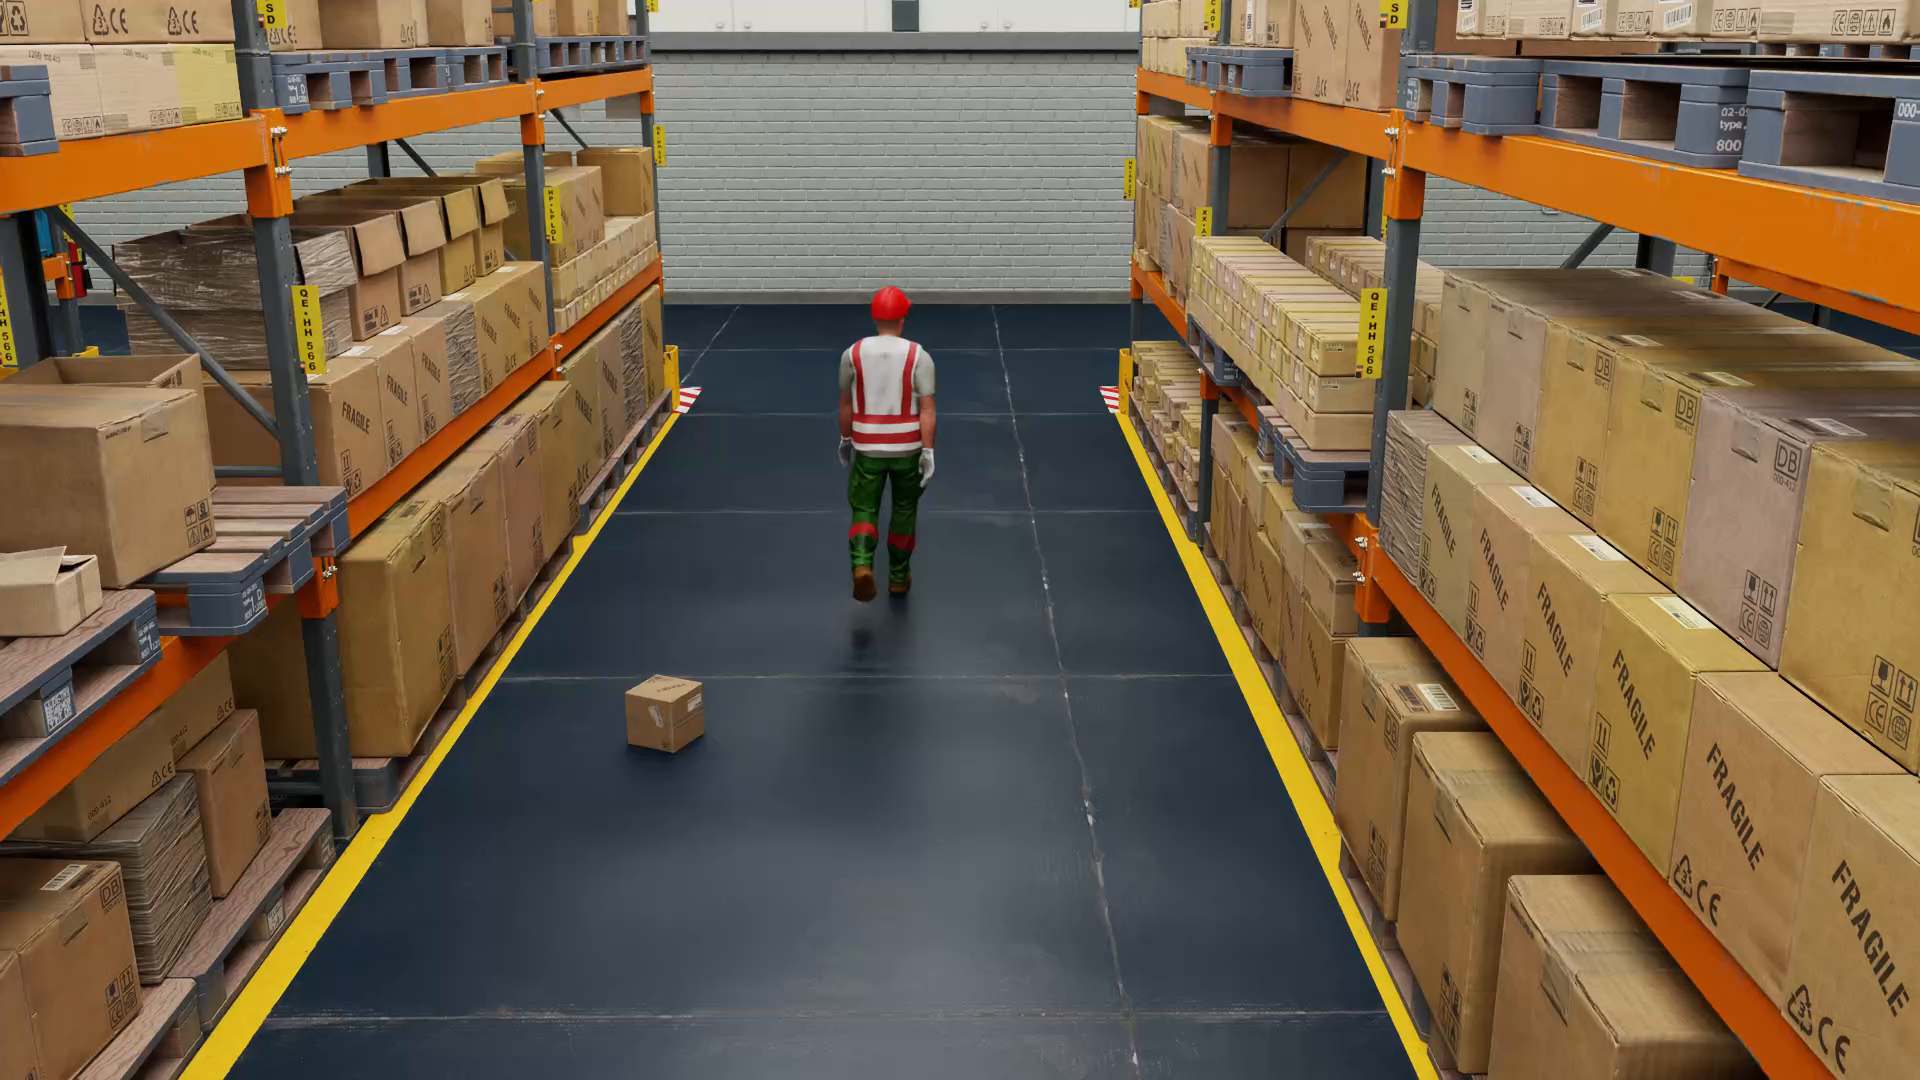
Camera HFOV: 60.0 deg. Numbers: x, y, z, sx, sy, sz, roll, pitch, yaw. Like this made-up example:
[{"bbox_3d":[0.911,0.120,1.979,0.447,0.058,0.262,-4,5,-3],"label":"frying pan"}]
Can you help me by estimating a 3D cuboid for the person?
[{"bbox_3d":[-0.407,-0.498,9.106,0.571,1.762,0.853,1,17,5],"label":"person"}]
